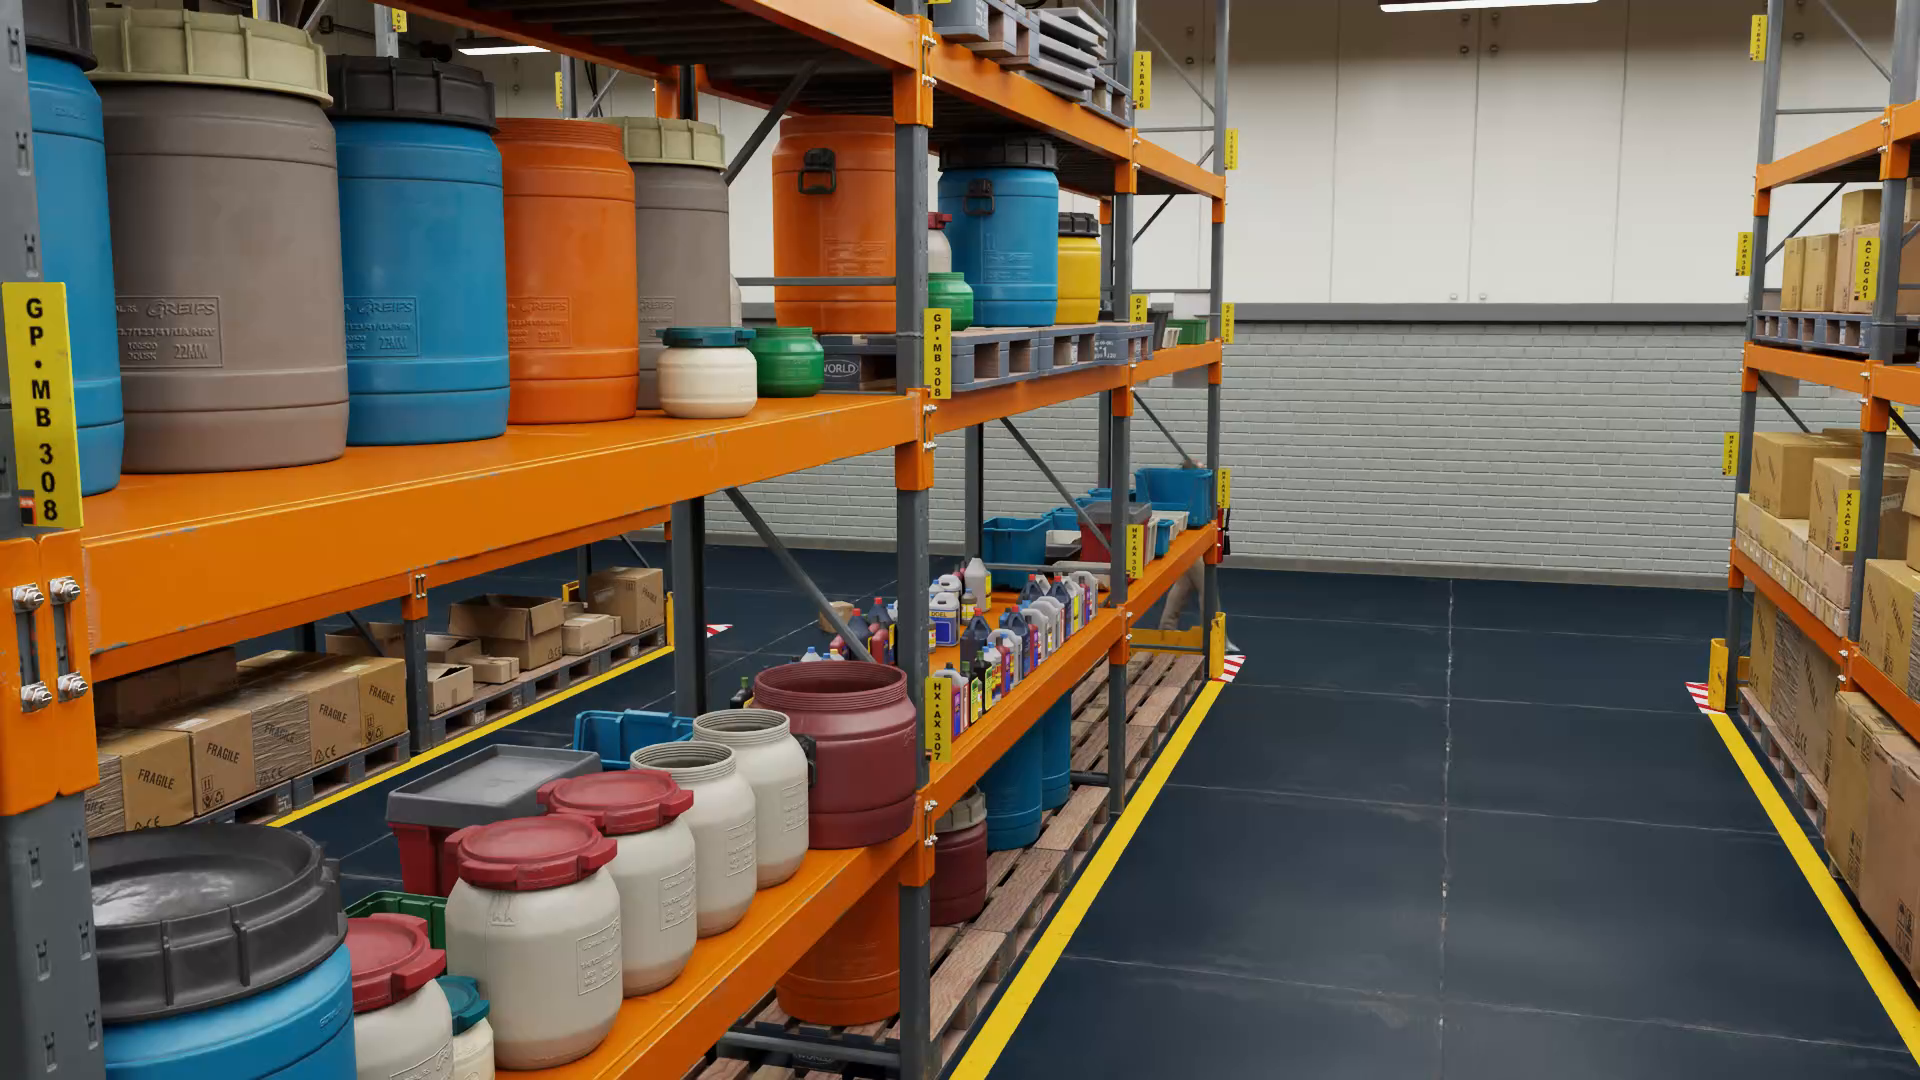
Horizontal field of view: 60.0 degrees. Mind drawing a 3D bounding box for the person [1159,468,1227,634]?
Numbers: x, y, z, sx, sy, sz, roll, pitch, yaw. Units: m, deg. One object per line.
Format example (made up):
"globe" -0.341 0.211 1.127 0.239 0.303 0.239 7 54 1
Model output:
"person" 2.131 0.101 15.115 0.652 1.544 0.413 3 9 18
